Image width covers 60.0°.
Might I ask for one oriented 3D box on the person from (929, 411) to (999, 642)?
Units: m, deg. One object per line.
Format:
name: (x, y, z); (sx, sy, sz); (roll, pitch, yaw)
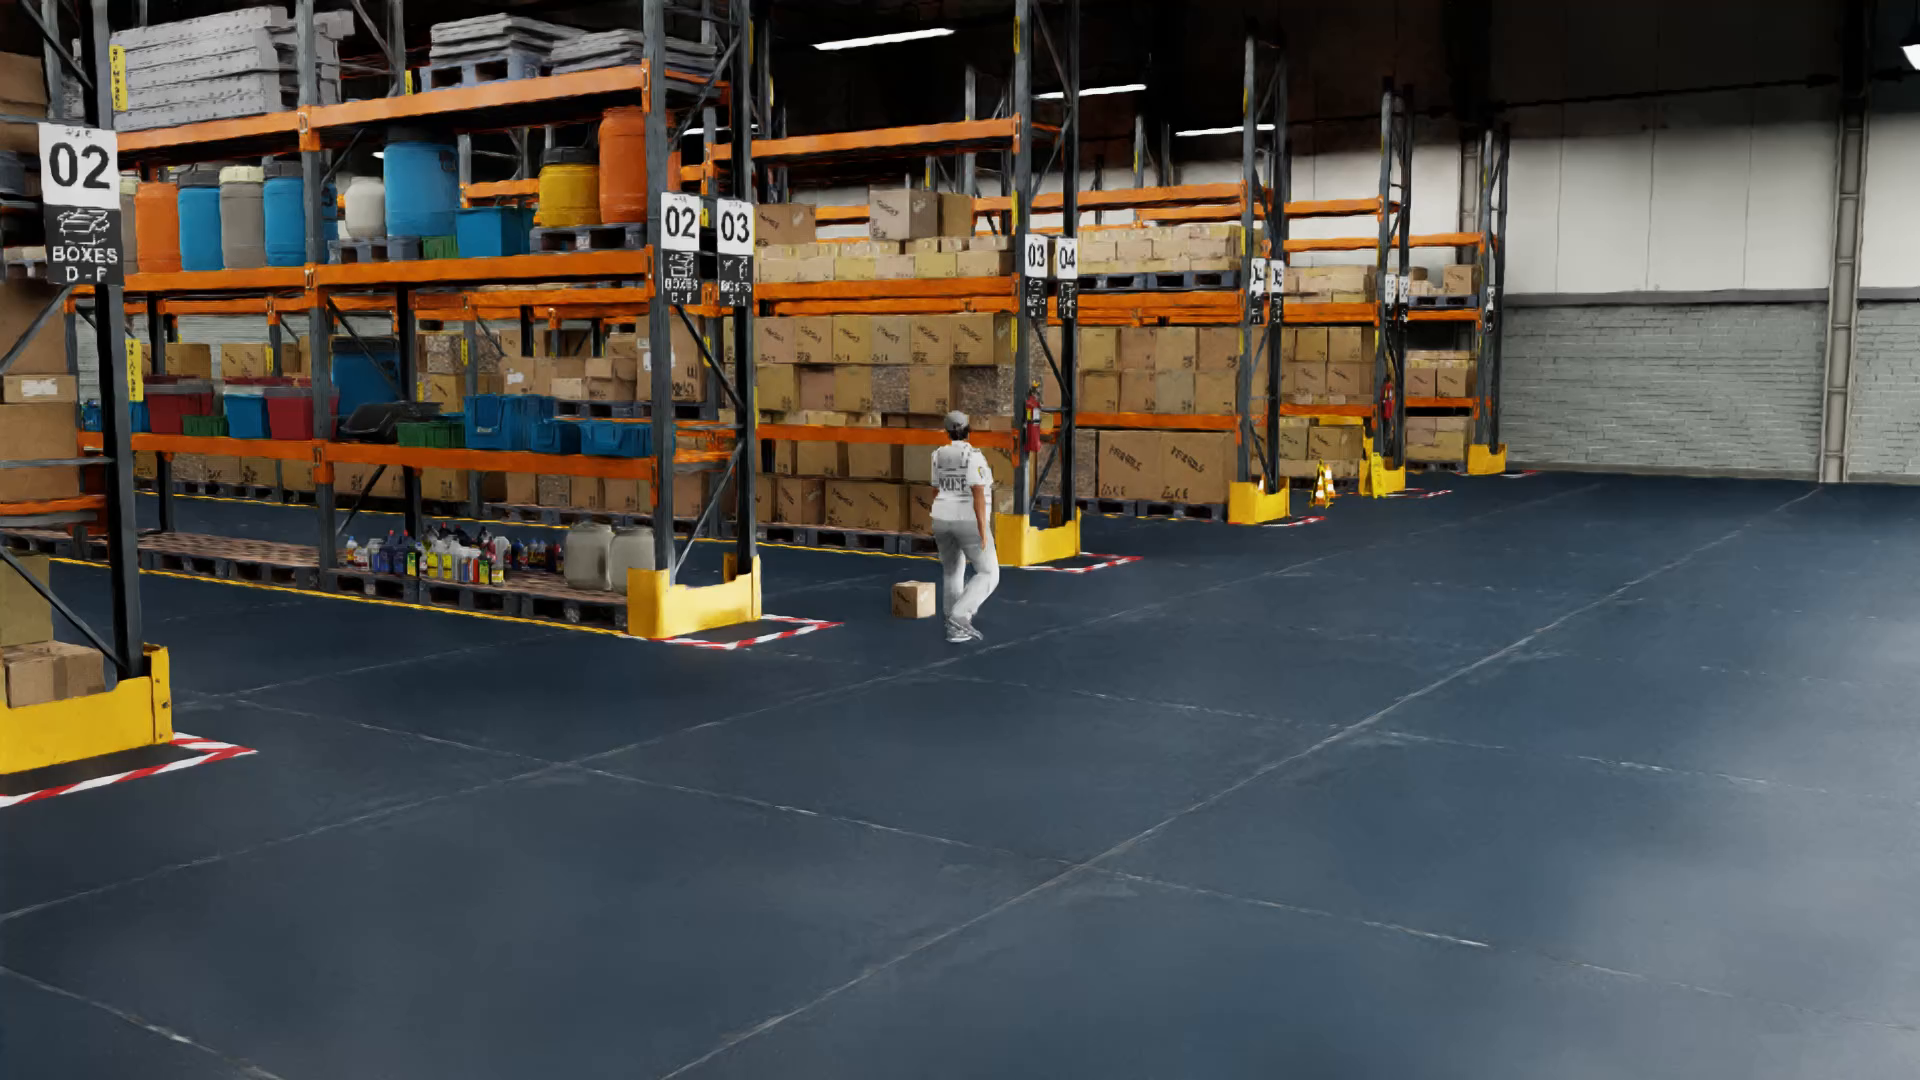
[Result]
person: (0.018, -0.073, 11.689); (0.681, 1.659, 0.586); (5, 8, 39)
